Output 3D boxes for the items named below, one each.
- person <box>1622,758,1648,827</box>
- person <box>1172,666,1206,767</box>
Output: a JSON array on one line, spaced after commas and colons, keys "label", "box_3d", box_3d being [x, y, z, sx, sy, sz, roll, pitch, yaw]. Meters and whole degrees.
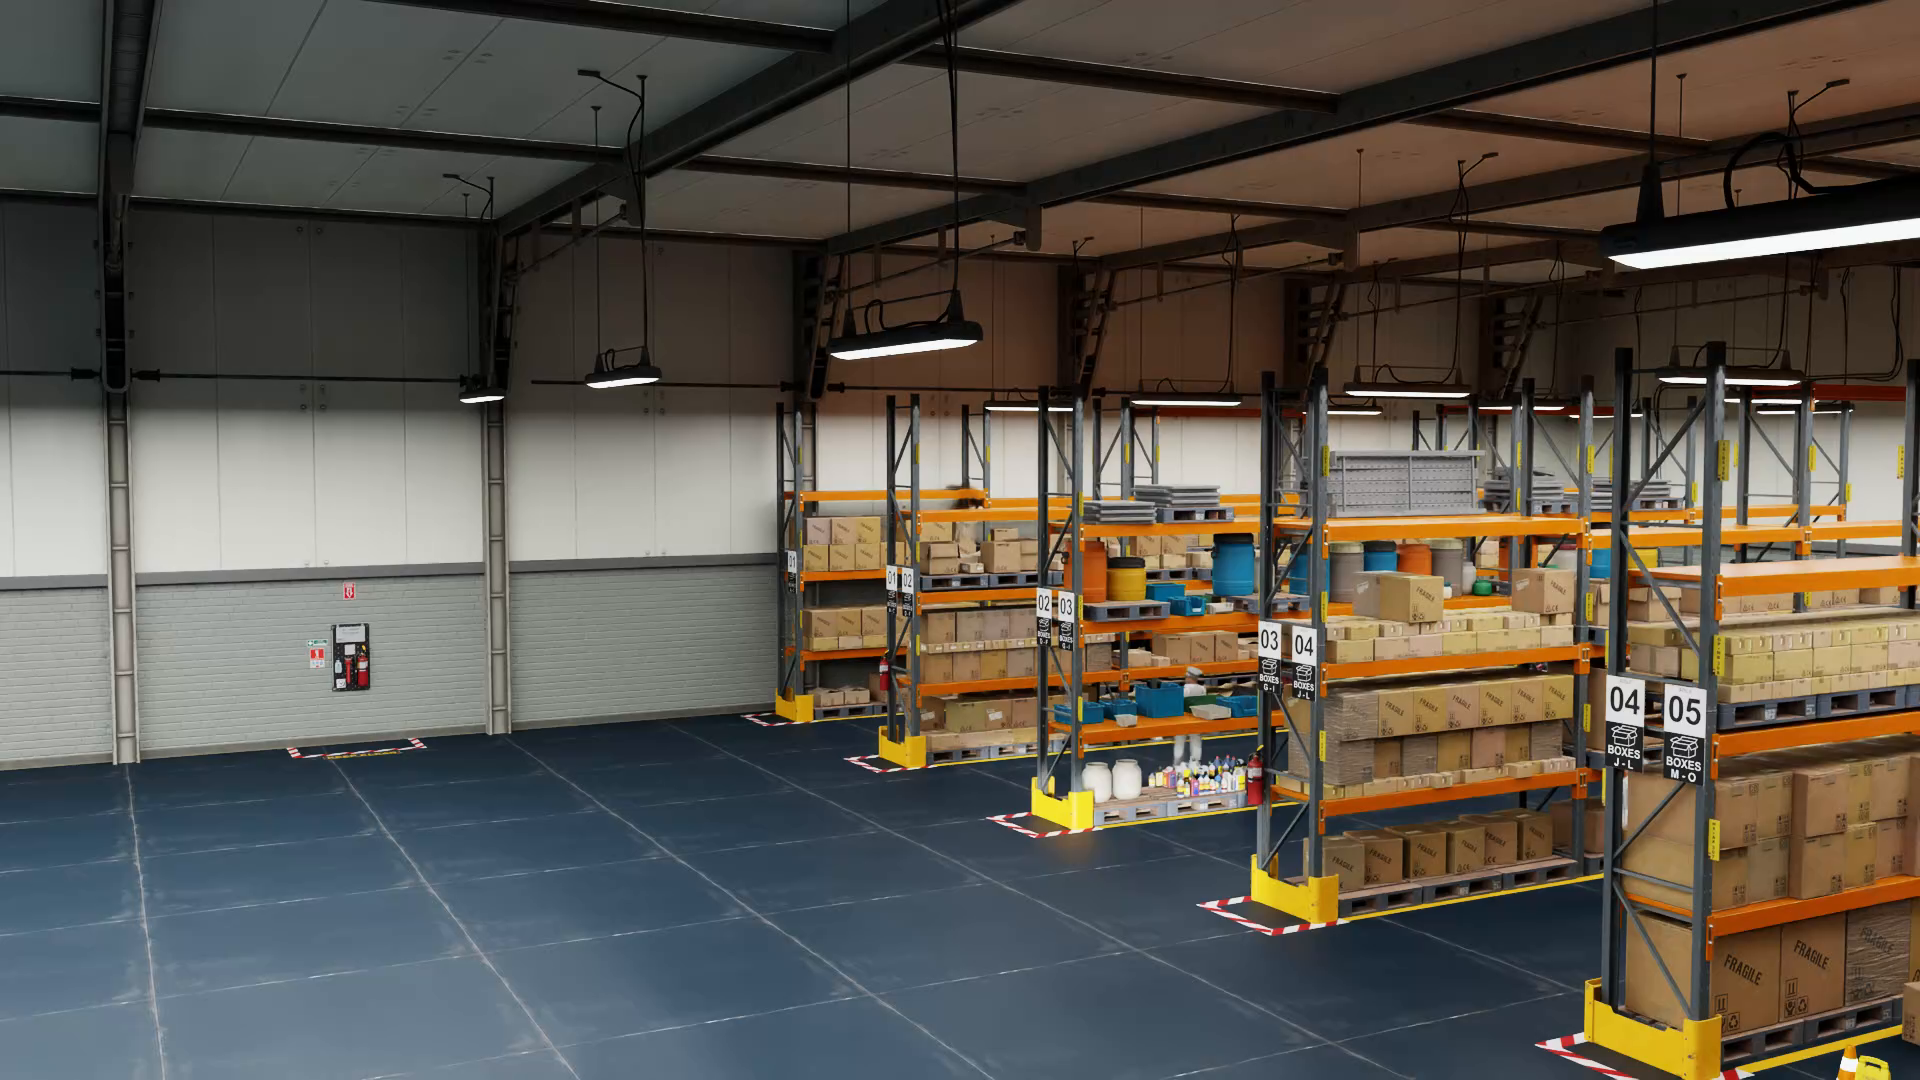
[{"label": "person", "box_3d": [7.658, 3.262, 18.879, 0.634, 1.708, 0.358, -1, 3, -10]}, {"label": "person", "box_3d": [3.525, 2.819, 25.793, 0.533, 1.764, 0.688, -1, 3, -10]}]
